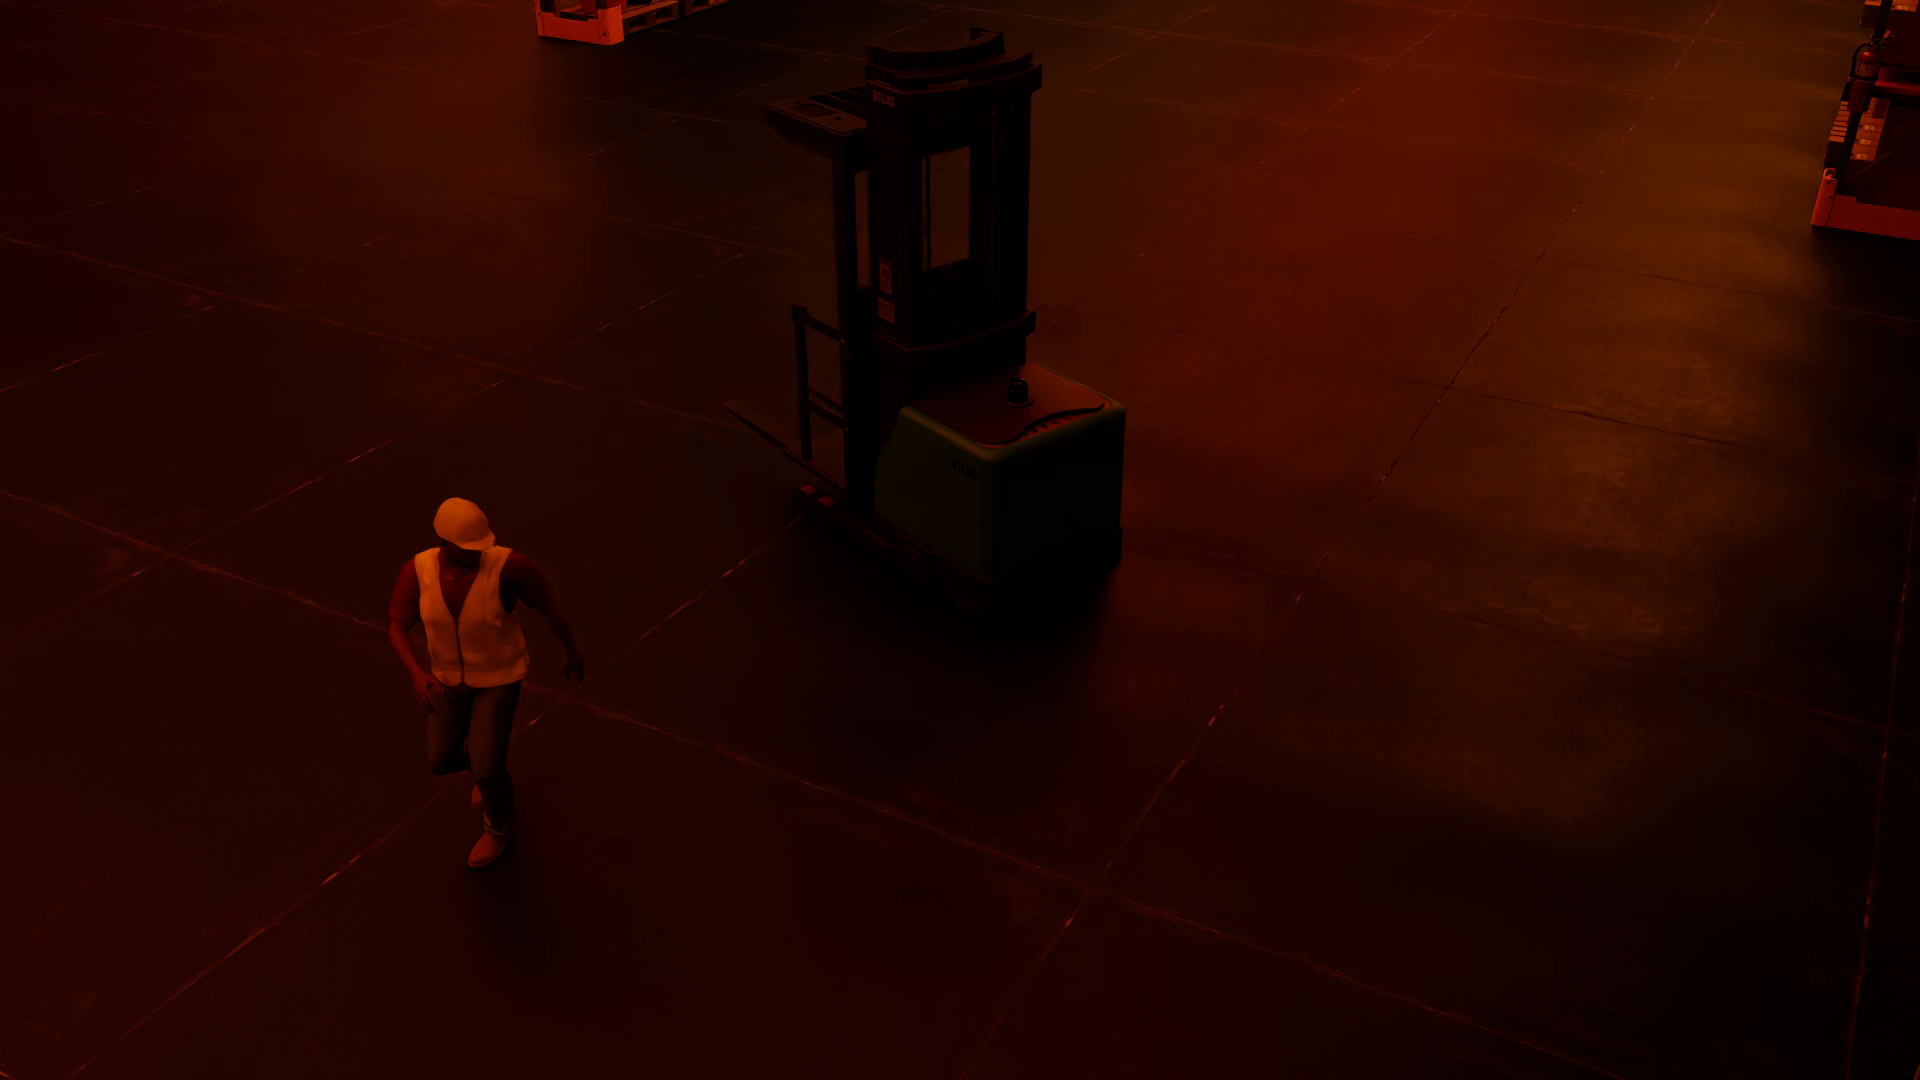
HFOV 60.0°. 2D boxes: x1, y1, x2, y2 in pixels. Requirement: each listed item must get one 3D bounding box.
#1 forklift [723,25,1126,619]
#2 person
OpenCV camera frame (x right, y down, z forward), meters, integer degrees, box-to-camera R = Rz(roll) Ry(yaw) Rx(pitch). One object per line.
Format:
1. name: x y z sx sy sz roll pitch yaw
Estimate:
1. forklift: -0.382 -1.507 9.682 1.130 2.935 3.031 -22 37 -33
2. person: -2.092 0.596 7.267 0.729 1.709 0.625 6 31 11
